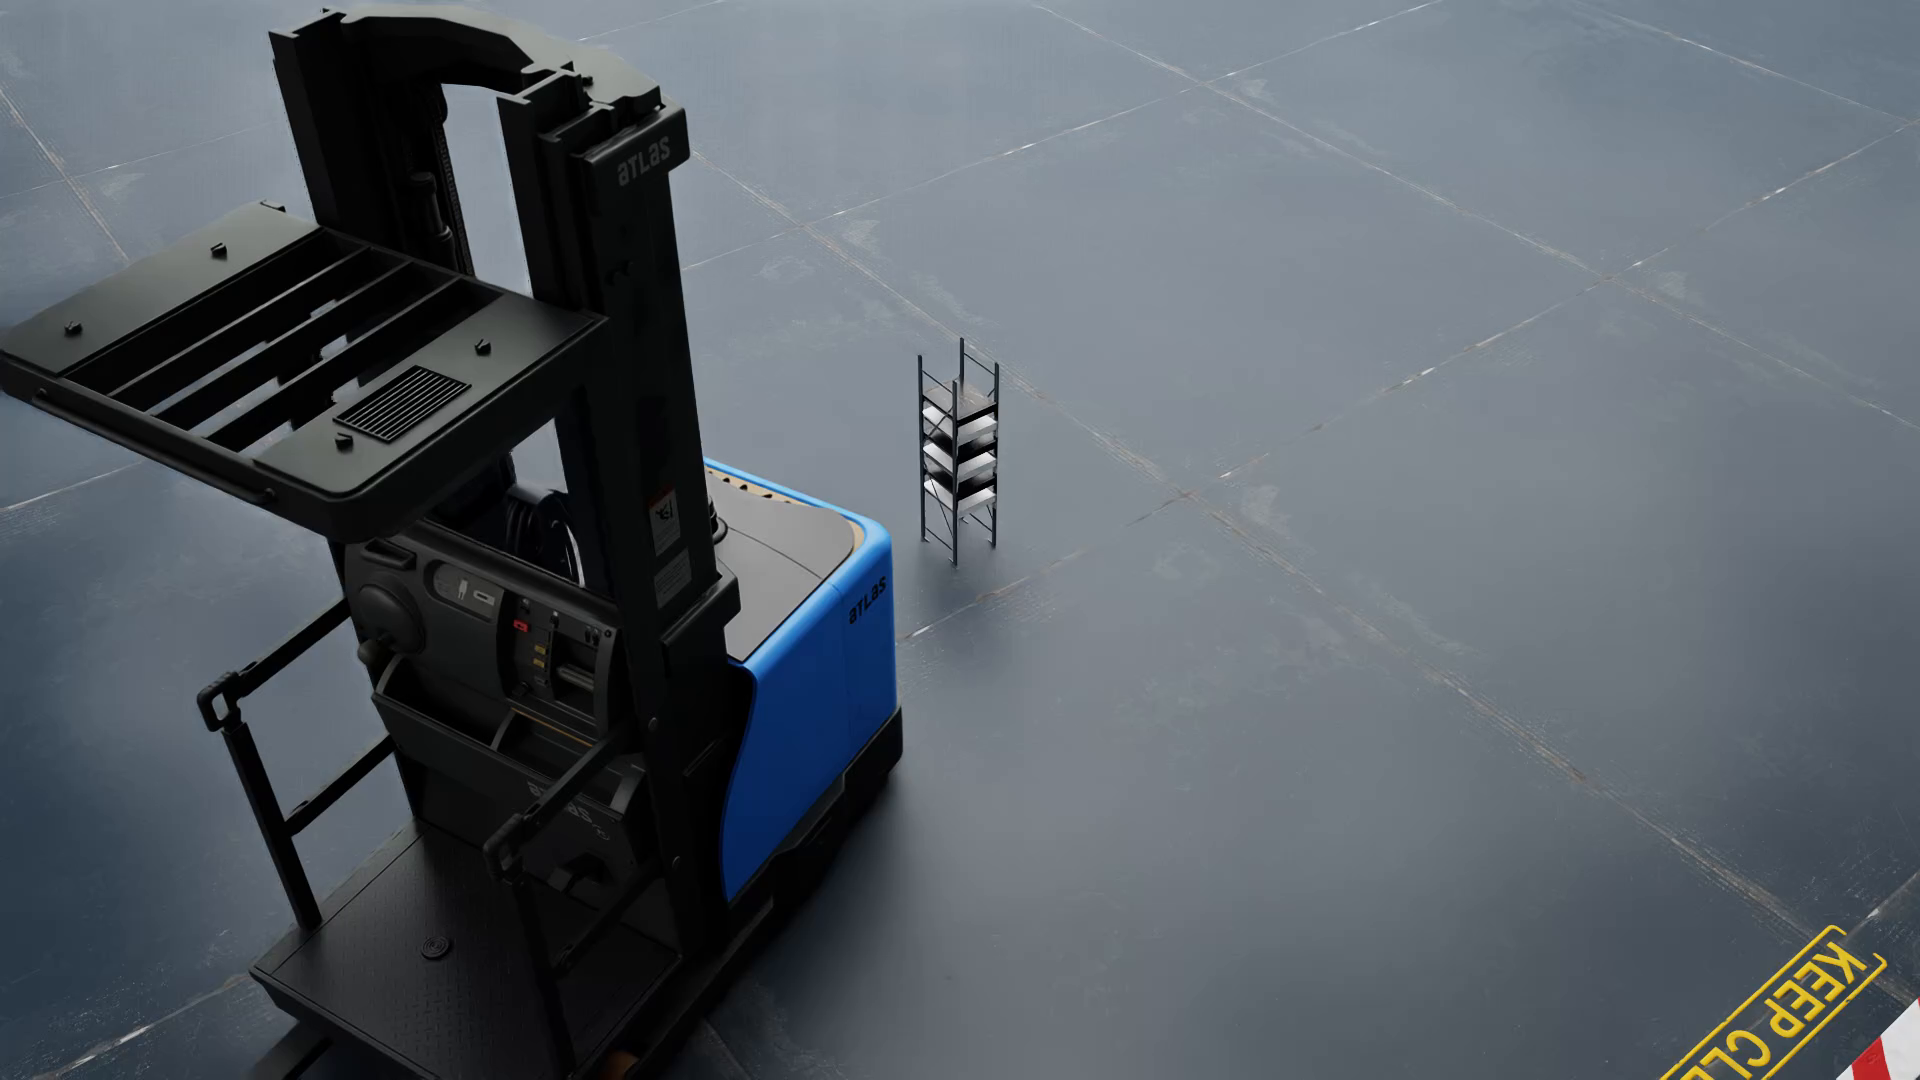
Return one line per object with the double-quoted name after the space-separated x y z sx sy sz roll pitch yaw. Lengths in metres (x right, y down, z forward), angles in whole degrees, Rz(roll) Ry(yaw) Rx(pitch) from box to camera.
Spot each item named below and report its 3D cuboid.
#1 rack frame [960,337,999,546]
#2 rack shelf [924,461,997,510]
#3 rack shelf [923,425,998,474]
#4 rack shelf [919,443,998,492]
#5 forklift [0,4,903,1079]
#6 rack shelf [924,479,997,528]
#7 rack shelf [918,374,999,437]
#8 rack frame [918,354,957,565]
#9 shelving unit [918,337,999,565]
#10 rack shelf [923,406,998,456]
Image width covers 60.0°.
0.074 -0.384 6.699 0.006 0.900 0.240 -26 46 -28 "rack frame"
-0.006 -0.249 6.729 0.200 0.077 0.258 -26 46 -28 "rack shelf"
-0.006 -0.389 6.615 0.200 0.077 0.258 -26 46 -28 "rack shelf"
-0.006 -0.319 6.672 0.200 0.077 0.258 -26 46 -28 "rack shelf"
-1.381 0.305 4.257 1.130 2.935 3.031 20 44 23 "forklift"
-0.006 -0.180 6.786 0.200 0.077 0.258 -26 46 -28 "rack shelf"
-0.006 -0.528 6.501 0.200 0.077 0.258 -26 46 -28 "rack shelf"
-0.087 -0.305 6.603 0.006 0.900 0.240 -26 46 -28 "rack frame"
-0.006 -0.345 6.651 0.210 0.900 0.258 -26 46 -28 "shelving unit"
-0.006 -0.458 6.558 0.200 0.077 0.258 -26 46 -28 "rack shelf"
